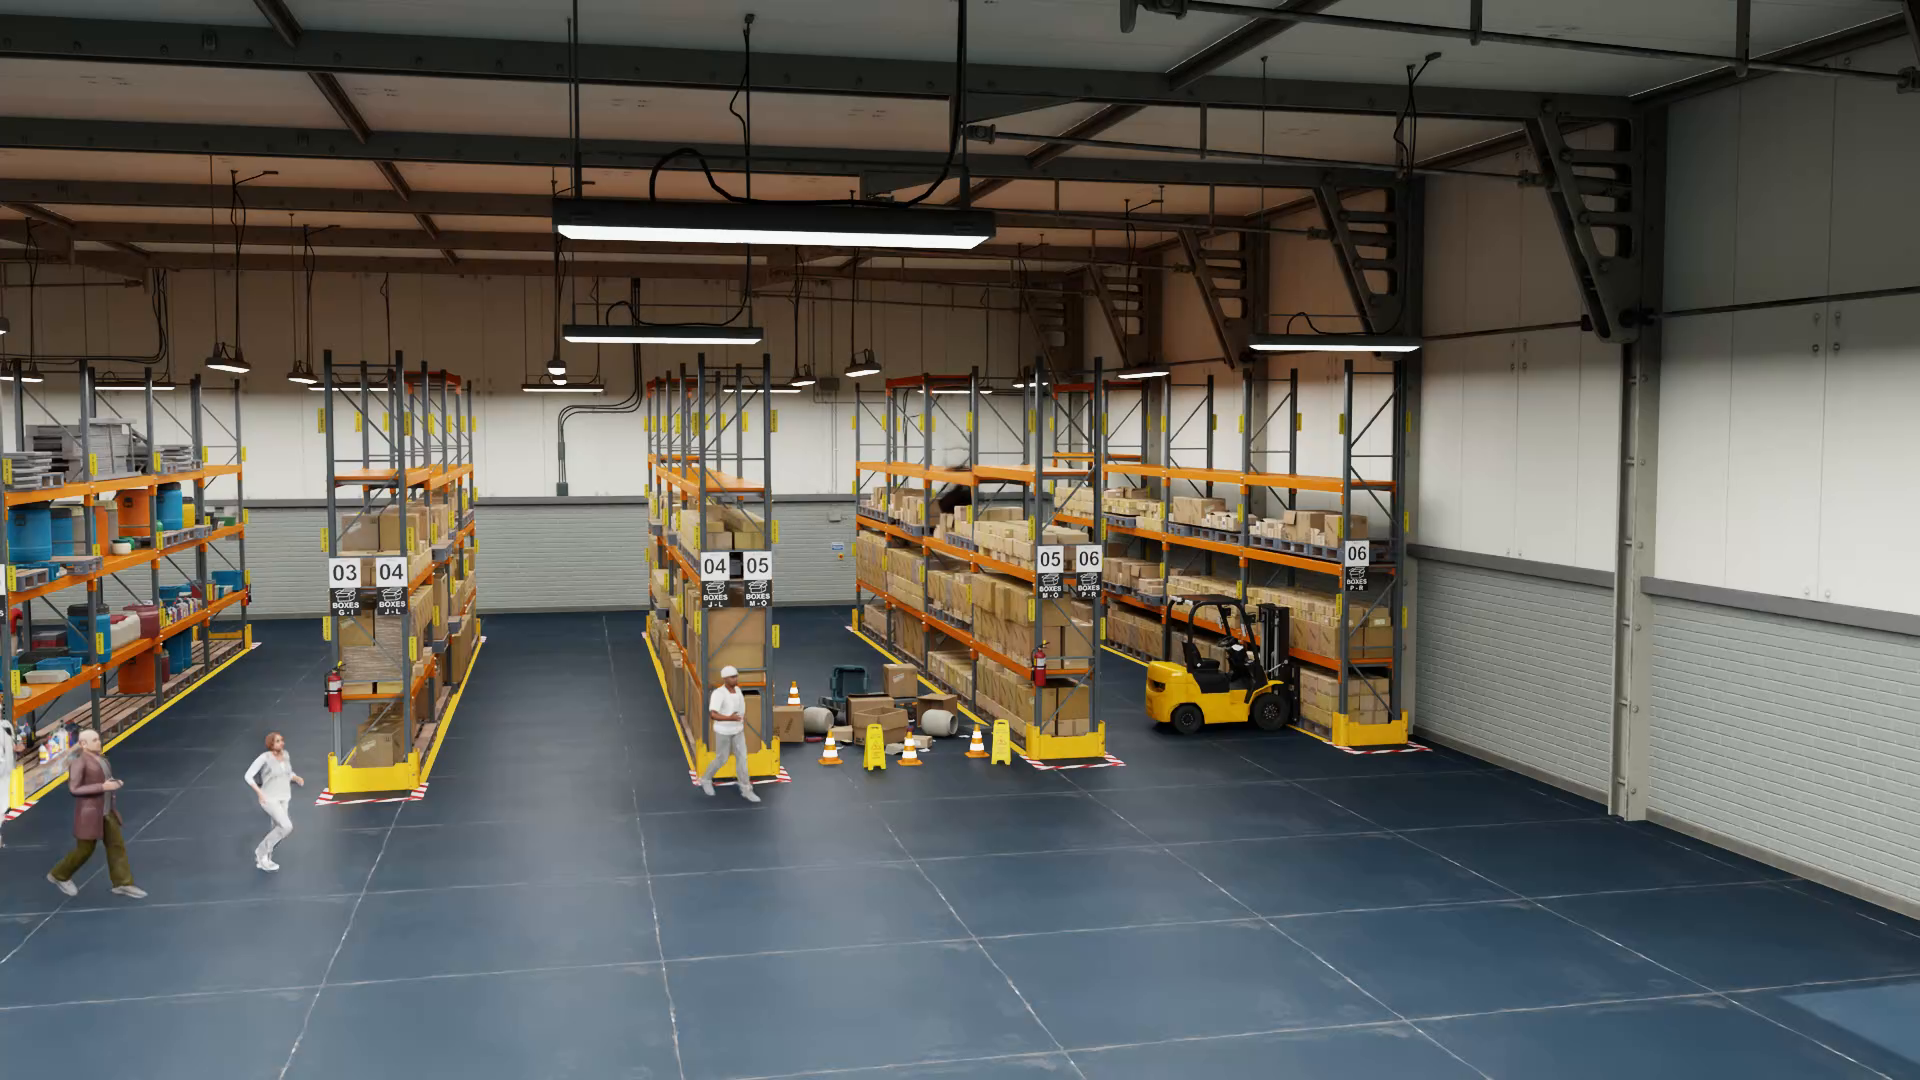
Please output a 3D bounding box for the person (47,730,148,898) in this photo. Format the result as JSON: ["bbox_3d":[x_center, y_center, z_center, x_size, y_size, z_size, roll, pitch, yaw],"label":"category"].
[{"bbox_3d":[-9.059,2.870,17.397,1.033,1.784,0.701,1,4,7],"label":"person"}]

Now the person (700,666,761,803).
[{"bbox_3d":[-3.068,2.558,22.078,0.937,1.786,0.716,3,5,35],"label":"person"}]

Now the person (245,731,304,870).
[{"bbox_3d":[-7.625,2.920,18.599,0.585,1.567,0.517,1,4,20],"label":"person"}]

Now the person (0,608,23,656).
[{"bbox_3d":[-18.141,1.956,31.627,0.682,1.806,0.792,-2,4,-21],"label":"person"}]

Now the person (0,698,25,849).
[{"bbox_3d":[-11.420,2.766,19.700,0.690,1.818,0.653,1,4,17],"label":"person"}]
